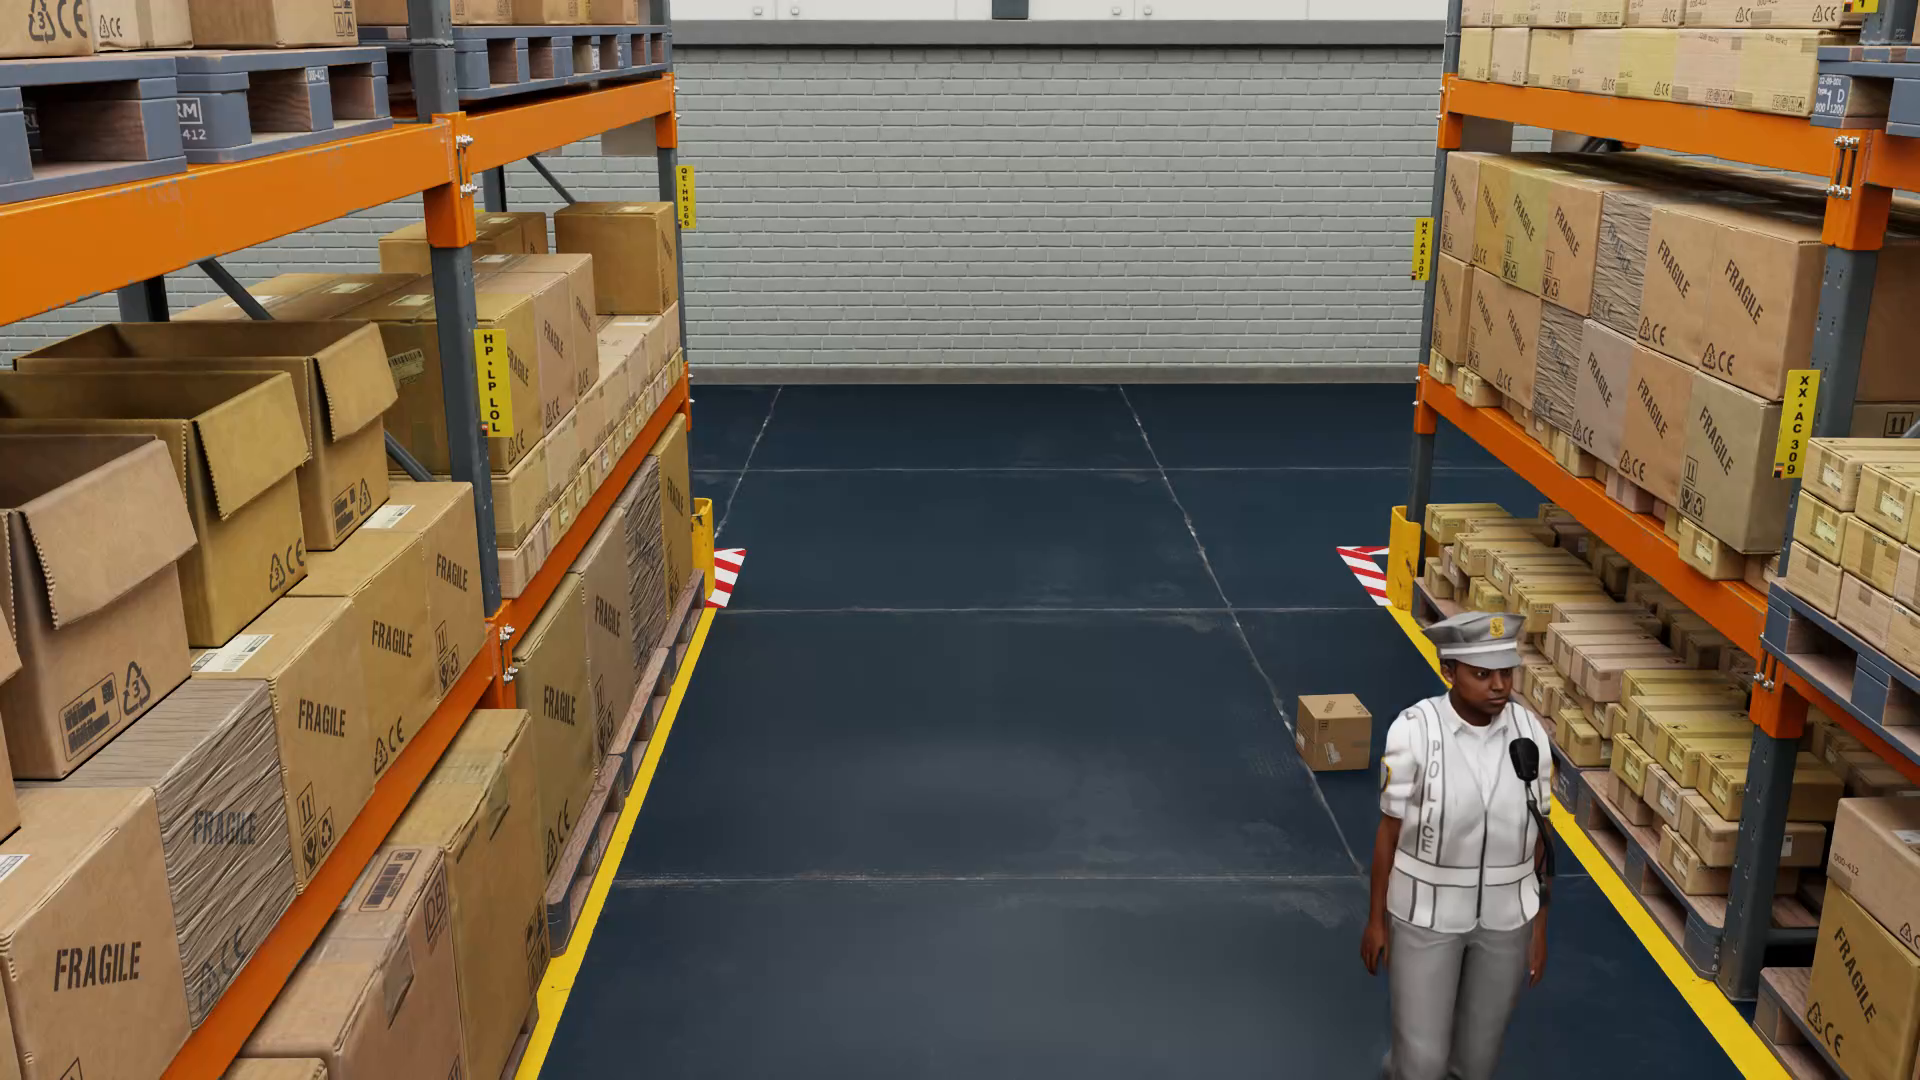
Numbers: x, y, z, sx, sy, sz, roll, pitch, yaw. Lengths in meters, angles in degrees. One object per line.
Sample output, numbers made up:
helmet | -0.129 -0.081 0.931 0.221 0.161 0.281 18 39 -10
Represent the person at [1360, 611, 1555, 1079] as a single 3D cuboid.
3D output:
person | 1.290 0.988 4.255 0.470 1.674 0.444 -1 17 -2
